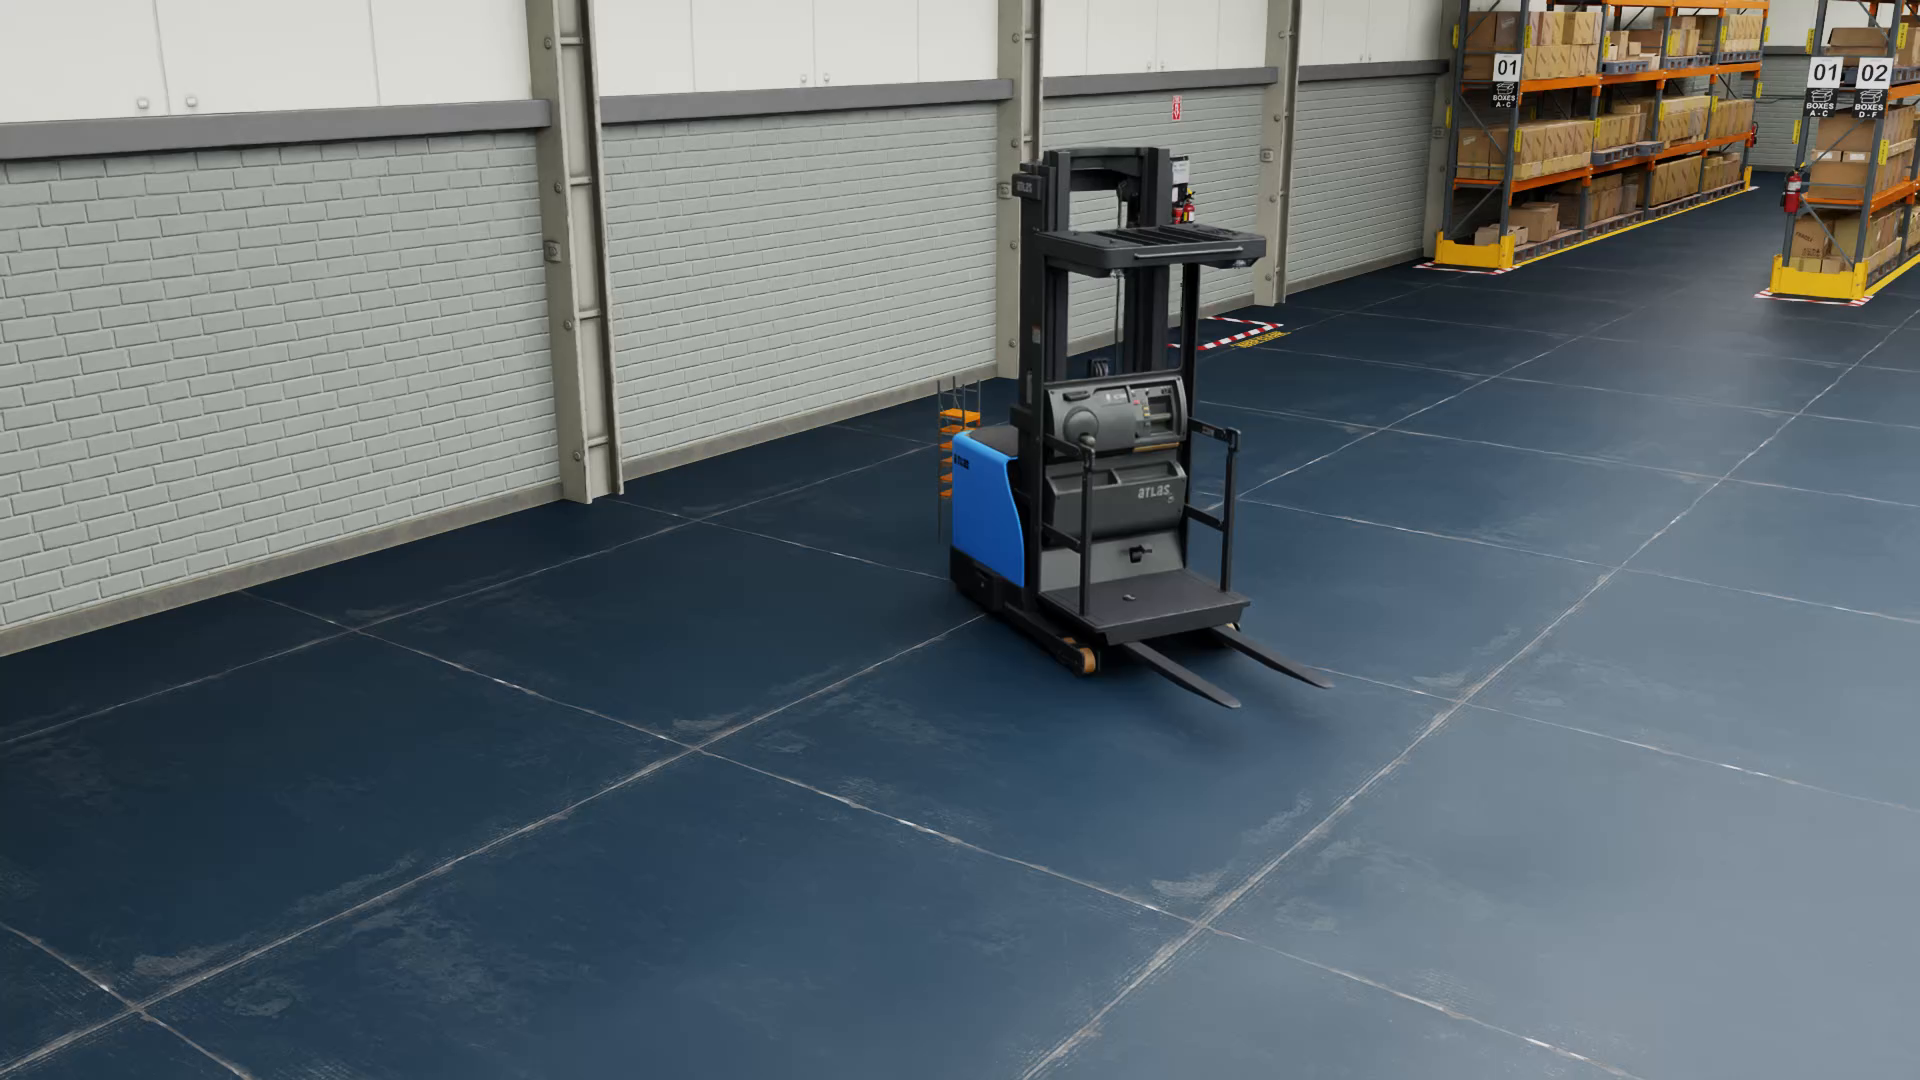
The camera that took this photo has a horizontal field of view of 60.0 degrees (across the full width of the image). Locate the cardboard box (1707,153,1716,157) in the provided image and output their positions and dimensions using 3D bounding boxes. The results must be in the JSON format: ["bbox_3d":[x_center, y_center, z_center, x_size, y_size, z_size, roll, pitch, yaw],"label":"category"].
[{"bbox_3d":[16.706,-8.586,37.249,0.380,0.149,0.250,13,21,35],"label":"cardboard box"}]

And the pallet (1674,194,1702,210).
[{"bbox_3d":[14.797,-7.088,34.712,1.003,0.211,1.213,12,21,35],"label":"pallet"}]

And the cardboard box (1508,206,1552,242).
[{"bbox_3d":[9.347,-5.226,27.486,0.700,0.500,0.500,11,20,31],"label":"cardboard box"}]

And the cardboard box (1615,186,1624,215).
[{"bbox_3d":[12.025,-6.398,31.260,0.700,0.500,0.500,12,21,35],"label":"cardboard box"}]

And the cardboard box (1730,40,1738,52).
[{"bbox_3d":[16.134,-10.463,35.196,0.500,0.250,0.500,12,21,34],"label":"cardboard box"}]

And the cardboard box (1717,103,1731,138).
[{"bbox_3d":[15.972,-9.059,35.852,0.980,0.700,0.700,12,21,33],"label":"cardboard box"}]

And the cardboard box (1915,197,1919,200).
[{"bbox_3d":[16.679,-5.777,28.770,0.500,0.311,0.500,13,22,36],"label":"cardboard box"}]

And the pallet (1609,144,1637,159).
[{"bbox_3d":[11.666,-7.094,30.352,1.003,0.211,1.213,12,21,35],"label":"pallet"}]

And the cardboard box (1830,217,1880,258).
[{"bbox_3d":[12.821,-4.338,23.817,0.500,0.500,0.500,12,21,35],"label":"cardboard box"}]

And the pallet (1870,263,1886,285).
[{"bbox_3d":[13.176,-4.031,24.869,1.003,0.211,1.213,12,21,35],"label":"pallet"}]

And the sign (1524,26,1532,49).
[{"bbox_3d":[8.482,-7.513,24.847,0.100,0.325,0.005,12,21,35],"label":"sign"}]

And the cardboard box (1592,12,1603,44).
[{"bbox_3d":[10.348,-8.511,27.648,0.500,0.500,0.500,10,20,30],"label":"cardboard box"}]

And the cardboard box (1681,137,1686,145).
[{"bbox_3d":[14.430,-8.081,33.598,0.380,0.149,0.250,12,21,33],"label":"cardboard box"}]

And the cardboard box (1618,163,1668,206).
[{"bbox_3d":[13.356,-6.990,32.611,0.750,0.750,0.750,12,21,34],"label":"cardboard box"}]

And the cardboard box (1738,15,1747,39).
[{"bbox_3d":[16.437,-10.946,35.489,0.500,0.500,0.500,13,21,35],"label":"cardboard box"}]

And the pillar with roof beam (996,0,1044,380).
[{"bbox_3d":[4.076,-5.324,14.216,9.100,9.000,0.400,12,21,35],"label":"pillar with roof beam"}]

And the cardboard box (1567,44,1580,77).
[{"bbox_3d":[9.716,-7.780,26.980,0.500,0.500,0.500,11,21,33],"label":"cardboard box"}]

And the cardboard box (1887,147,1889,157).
[{"bbox_3d":[13.047,-5.543,23.774,0.380,0.149,0.250,12,21,33],"label":"cardboard box"}]

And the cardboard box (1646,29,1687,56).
[{"bbox_3d":[13.954,-9.865,32.985,0.700,0.500,0.500,12,21,35],"label":"cardboard box"}]

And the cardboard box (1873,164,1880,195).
[{"bbox_3d":[12.624,-5.167,23.655,0.700,0.500,0.500,13,22,36],"label":"cardboard box"}]

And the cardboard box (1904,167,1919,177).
[{"bbox_3d":[15.102,-5.892,26.582,0.380,0.149,0.250,12,21,35],"label":"cardboard box"}]

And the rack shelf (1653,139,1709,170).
[{"bbox_3d":[14.004,-7.797,33.506,1.077,0.370,4.000,12,21,35],"label":"rack shelf"}]

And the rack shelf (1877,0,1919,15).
[{"bbox_3d":[15.601,-8.644,26.792,1.077,0.370,4.000,12,21,35],"label":"rack shelf"}]

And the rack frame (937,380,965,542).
[{"bbox_3d":[-0.063,-0.548,11.985,0.240,1.200,0.006,12,21,35],"label":"rack frame"}]

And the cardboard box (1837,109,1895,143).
[{"bbox_3d":[12.955,-5.919,23.891,0.700,0.500,0.500,13,21,35],"label":"cardboard box"}]

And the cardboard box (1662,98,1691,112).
[{"bbox_3d":[14.204,-8.655,33.087,0.500,0.250,0.500,12,21,34],"label":"cardboard box"}]

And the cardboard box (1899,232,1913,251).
[{"bbox_3d":[14.849,-4.777,26.496,0.500,0.250,0.500,12,21,33],"label":"cardboard box"}]

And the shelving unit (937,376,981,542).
[{"bbox_3d":[-0.009,-0.570,12.055,0.258,1.200,0.189,12,21,35],"label":"shelving unit"}]

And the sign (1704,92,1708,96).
[{"bbox_3d":[17.137,-10.120,38.182,0.100,0.325,0.005,12,21,35],"label":"sign"}]

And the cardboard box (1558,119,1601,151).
[{"bbox_3d":[10.760,-7.084,29.088,0.700,0.500,0.500,12,21,35],"label":"cardboard box"}]

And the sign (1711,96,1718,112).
[{"bbox_3d":[15.637,-9.038,34.472,0.100,0.325,0.005,12,21,35],"label":"sign"}]

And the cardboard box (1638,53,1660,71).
[{"bbox_3d":[12.600,-8.844,30.725,0.500,0.311,0.500,12,21,35],"label":"cardboard box"}]

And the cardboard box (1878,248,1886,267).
[{"bbox_3d":[13.420,-4.217,24.694,0.500,0.250,0.500,12,21,35],"label":"cardboard box"}]

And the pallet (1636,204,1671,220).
[{"bbox_3d":[13.343,-6.507,32.841,1.003,0.211,1.213,12,21,35],"label":"pallet"}]

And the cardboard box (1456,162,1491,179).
[{"bbox_3d":[8.169,-5.842,26.218,0.500,0.250,0.500,13,21,35],"label":"cardboard box"}]

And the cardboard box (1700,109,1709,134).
[{"bbox_3d":[15.123,-8.662,34.374,0.500,0.500,0.500,12,21,34],"label":"cardboard box"}]

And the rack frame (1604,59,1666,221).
[{"bbox_3d":[12.813,-7.664,31.865,1.000,3.000,0.127,12,21,35],"label":"rack frame"}]

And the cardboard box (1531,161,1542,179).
[{"bbox_3d":[8.890,-5.883,26.349,0.500,0.250,0.500,12,21,33],"label":"cardboard box"}]

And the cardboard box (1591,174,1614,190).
[{"bbox_3d":[11.733,-6.610,30.679,0.500,0.250,0.500,12,21,34],"label":"cardboard box"}]

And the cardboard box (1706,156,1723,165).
[{"bbox_3d":[16.385,-8.267,36.220,0.380,0.149,0.250,12,21,33],"label":"cardboard box"}]

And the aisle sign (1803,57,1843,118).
[{"bbox_3d":[11.751,-6.162,22.645,0.394,0.787,0.004,12,21,35],"label":"aisle sign"}]

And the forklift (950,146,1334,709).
[{"bbox_3d":[1.042,-0.757,9.739,1.130,2.935,3.031,-8,19,-25],"label":"forklift"}]

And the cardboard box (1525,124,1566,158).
[{"bbox_3d":[9.485,-6.478,27.002,0.500,0.500,0.500,13,22,36],"label":"cardboard box"}]

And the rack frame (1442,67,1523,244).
[{"bbox_3d":[8.046,-5.759,25.730,1.000,3.000,0.127,12,21,35],"label":"rack frame"}]

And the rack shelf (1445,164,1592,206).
[{"bbox_3d":[9.238,-5.891,27.370,1.077,0.370,4.000,12,21,35],"label":"rack shelf"}]

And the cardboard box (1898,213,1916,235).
[{"bbox_3d":[14.856,-5.046,26.419,0.500,0.311,0.500,13,21,35],"label":"cardboard box"}]

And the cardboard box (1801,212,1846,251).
[{"bbox_3d":[12.691,-4.551,24.504,0.500,0.500,0.500,12,21,35],"label":"cardboard box"}]

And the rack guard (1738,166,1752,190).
[{"bbox_3d":[17.594,-8.381,38.390,1.175,0.500,0.348,12,21,35],"label":"rack guard"}]

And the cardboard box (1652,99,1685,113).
[{"bbox_3d":[13.904,-8.532,32.692,0.500,0.250,0.500,13,21,35],"label":"cardboard box"}]

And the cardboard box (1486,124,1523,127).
[{"bbox_3d":[8.768,-6.447,26.900,0.500,0.500,0.500,12,21,33],"label":"cardboard box"}]

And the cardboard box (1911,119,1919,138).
[{"bbox_3d":[17.078,-7.208,29.520,0.700,0.500,0.500,5,18,16],"label":"cardboard box"}]

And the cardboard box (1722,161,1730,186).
[{"bbox_3d":[16.645,-8.153,36.946,0.700,0.500,0.500,12,21,33],"label":"cardboard box"}]

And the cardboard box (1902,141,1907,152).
[{"bbox_3d":[13.961,-5.908,24.947,0.380,0.149,0.250,12,21,35],"label":"cardboard box"}]

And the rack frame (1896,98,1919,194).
[{"bbox_3d":[16.793,-6.790,29.050,1.000,3.000,0.127,12,21,35],"label":"rack frame"}]

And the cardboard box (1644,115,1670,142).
[{"bbox_3d":[13.308,-7.934,32.031,0.500,0.500,0.500,13,22,36],"label":"cardboard box"}]

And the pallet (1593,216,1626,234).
[{"bbox_3d":[11.618,-5.857,30.749,1.003,0.211,1.213,12,21,35],"label":"pallet"}]

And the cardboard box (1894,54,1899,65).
[{"bbox_3d":[12.869,-6.713,23.225,0.380,0.149,0.250,12,21,35],"label":"cardboard box"}]

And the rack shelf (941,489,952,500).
[{"bbox_3d":[-0.009,-0.298,12.139,0.258,0.103,0.180,12,21,35],"label":"rack shelf"}]
